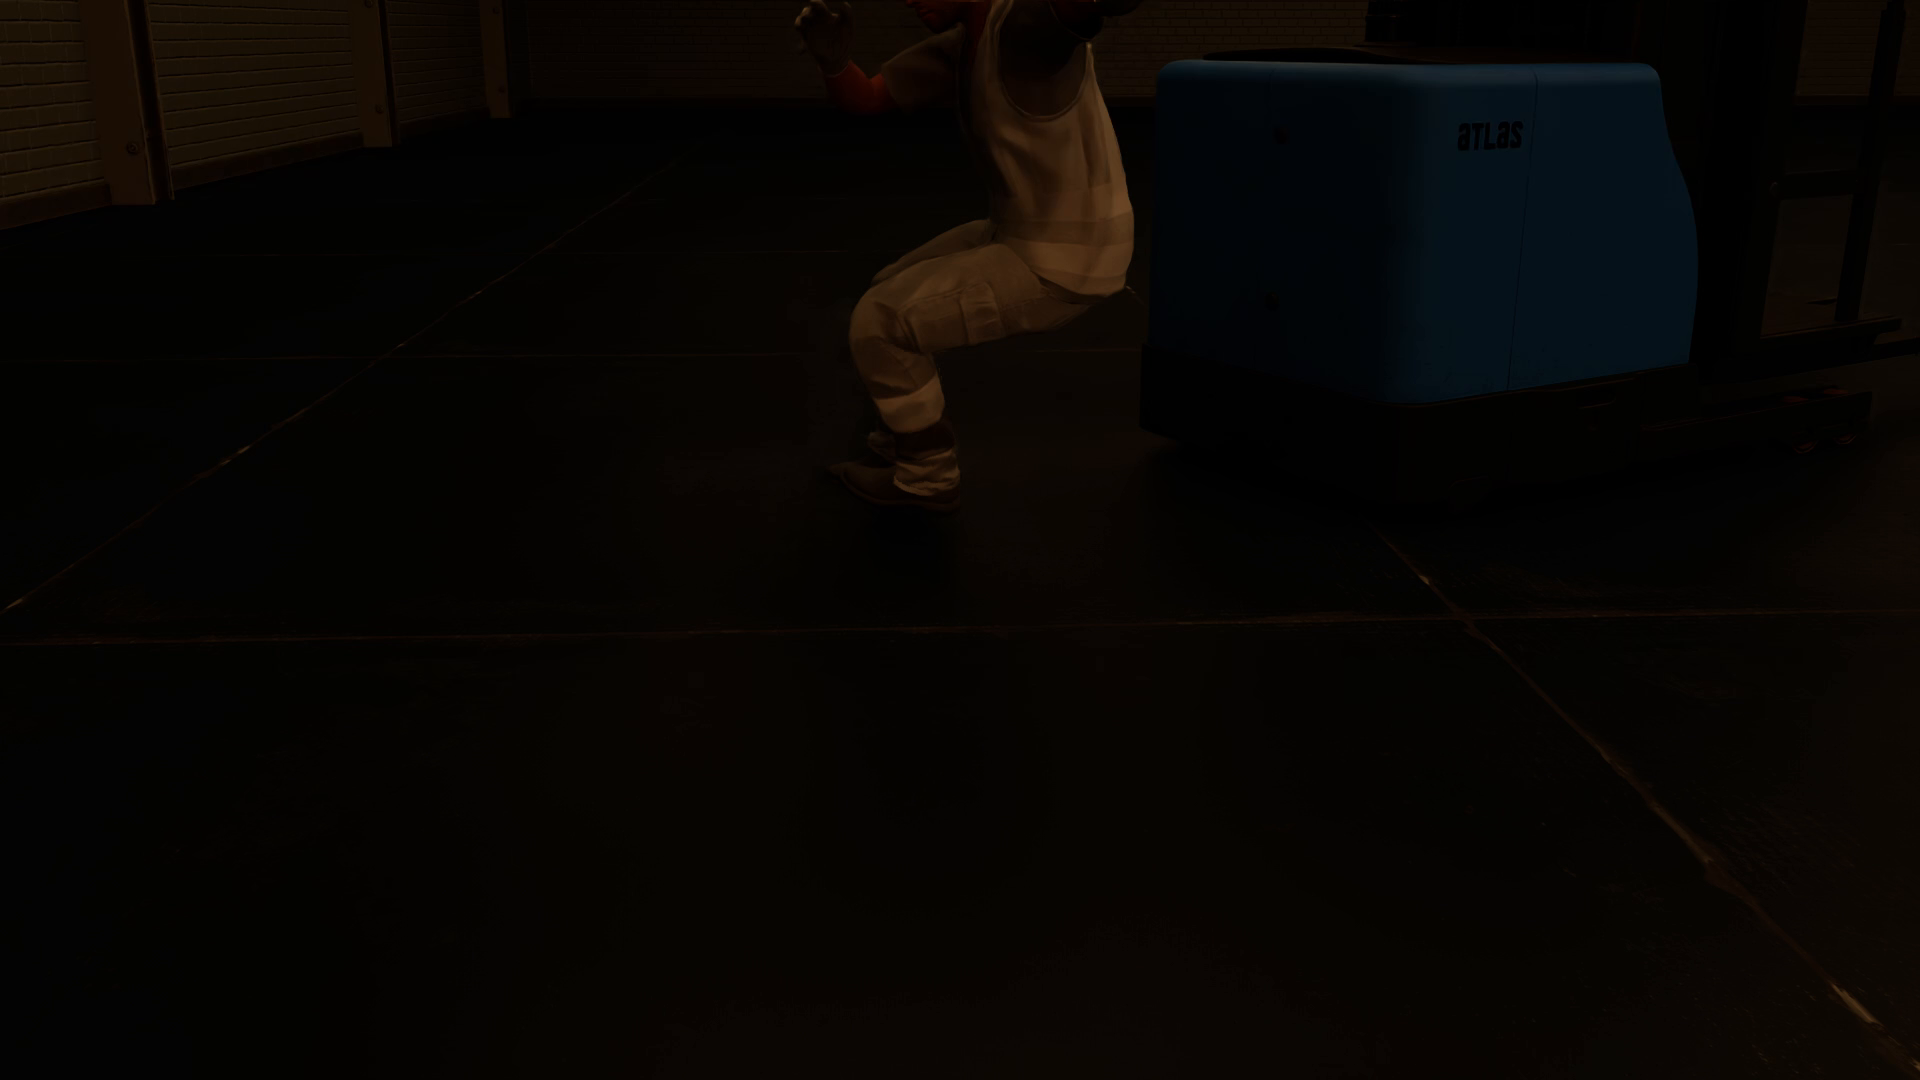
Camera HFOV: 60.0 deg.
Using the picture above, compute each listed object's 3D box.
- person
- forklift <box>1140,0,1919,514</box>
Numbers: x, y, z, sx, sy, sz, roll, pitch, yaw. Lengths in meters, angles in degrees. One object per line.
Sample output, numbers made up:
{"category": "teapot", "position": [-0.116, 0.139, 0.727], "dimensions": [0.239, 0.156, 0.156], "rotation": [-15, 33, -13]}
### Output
{"category": "person", "position": [0.028, -0.653, 3.617], "dimensions": [0.741, 1.450, 1.501], "rotation": [-3, 17, -10]}
{"category": "forklift", "position": [2.037, -1.765, 4.678], "dimensions": [3.031, 2.935, 1.130], "rotation": [-10, 20, -30]}
